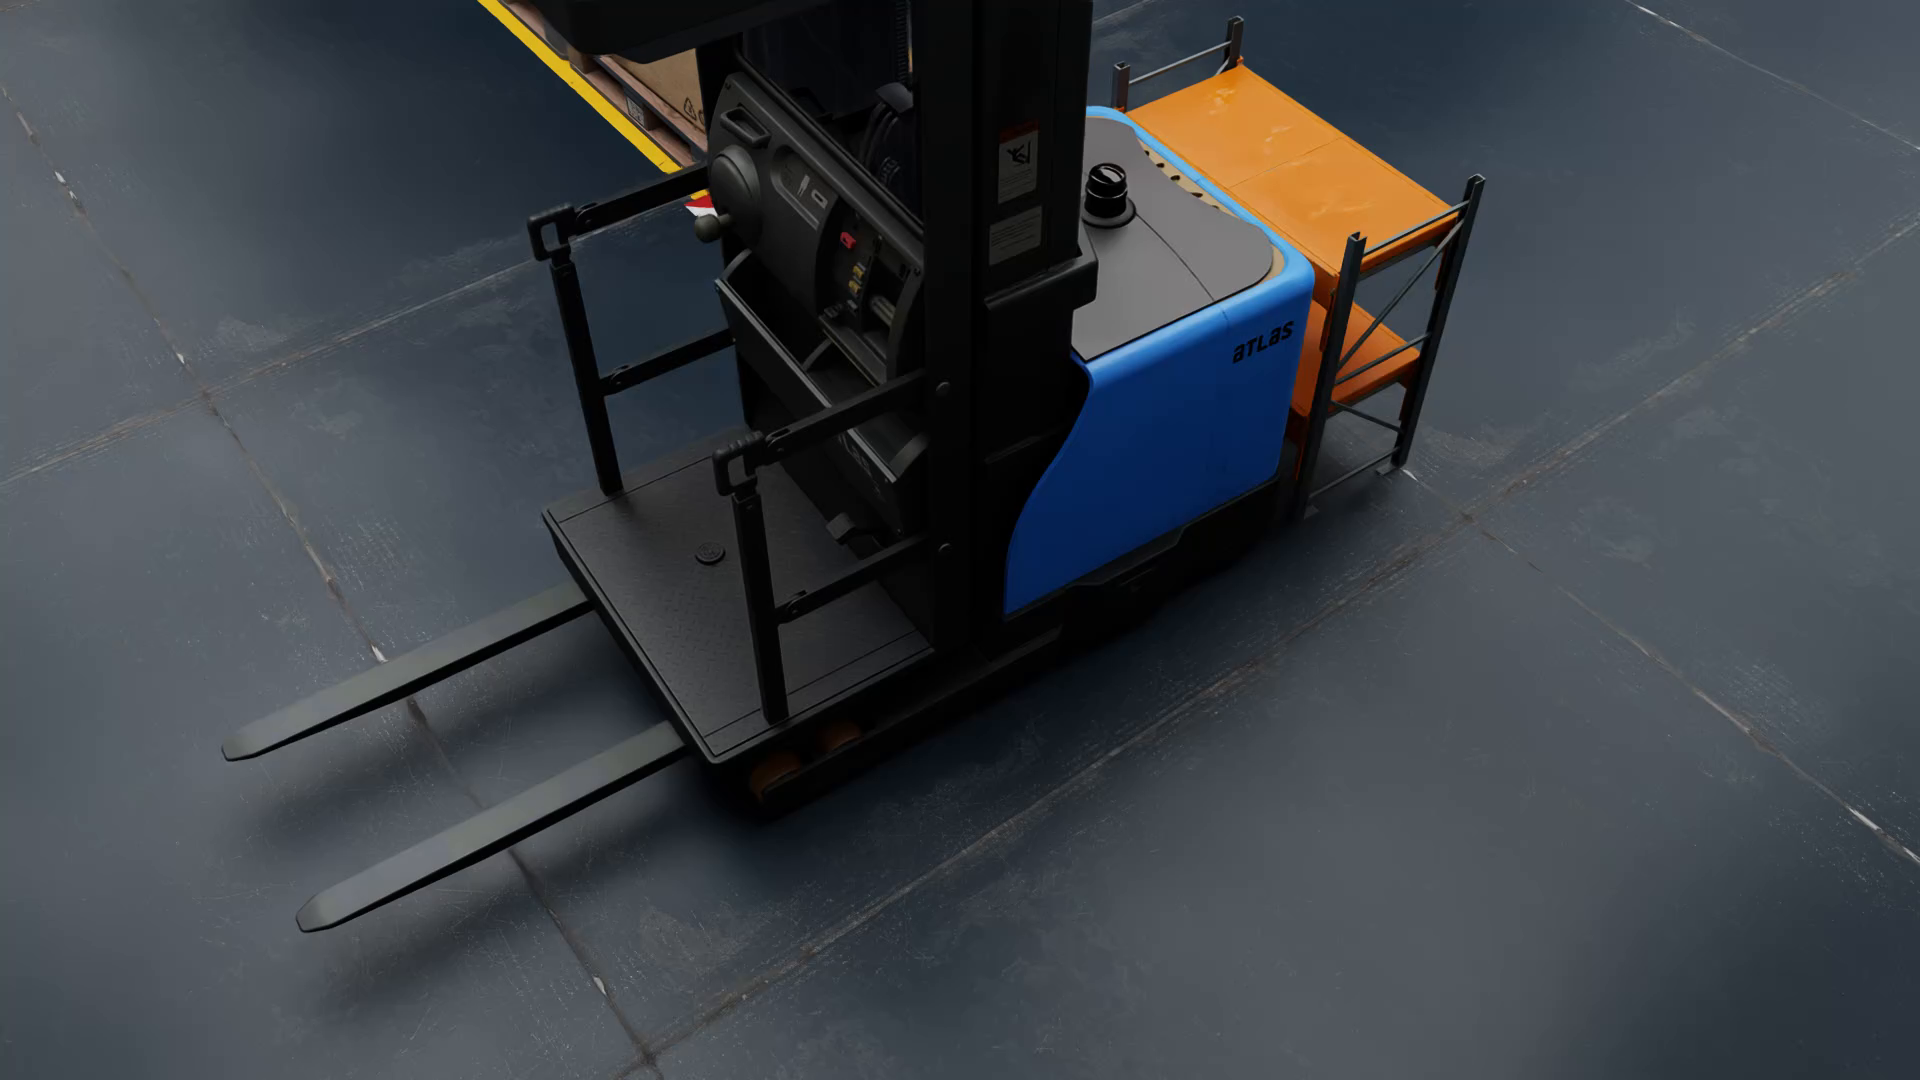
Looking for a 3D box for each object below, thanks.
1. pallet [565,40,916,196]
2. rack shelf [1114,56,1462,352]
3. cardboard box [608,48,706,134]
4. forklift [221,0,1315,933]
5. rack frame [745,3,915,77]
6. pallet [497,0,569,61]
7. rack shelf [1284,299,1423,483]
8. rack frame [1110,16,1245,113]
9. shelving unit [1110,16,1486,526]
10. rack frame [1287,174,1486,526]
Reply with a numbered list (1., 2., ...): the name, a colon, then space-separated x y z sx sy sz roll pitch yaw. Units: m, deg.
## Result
1. pallet: -0.914 -1.965 6.889 1.003 0.211 1.213 -29 54 -24
2. rack shelf: 0.967 -1.042 5.040 0.538 0.278 1.000 -27 53 -23
3. cardboard box: -0.847 -2.090 6.566 0.875 0.438 0.875 -31 55 -25
4. forklift: -0.532 -0.695 3.902 3.031 2.935 1.130 -26 53 -22
5. rack frame: -0.367 -2.465 5.460 1.000 3.000 0.127 -29 54 -24
6. pallet: -1.648 -2.684 7.541 1.003 0.211 1.213 -29 54 -24
7. rack shelf: 0.967 -0.681 5.438 0.538 0.278 1.000 -27 53 -23
8. rack frame: 0.678 -1.155 5.537 0.500 1.125 0.032 -27 53 -23
9. shelving unit: 0.967 -0.845 5.257 0.538 1.125 1.048 -27 53 -23
10. rack frame: 1.257 -0.536 4.976 0.500 1.125 0.032 -27 53 -23
